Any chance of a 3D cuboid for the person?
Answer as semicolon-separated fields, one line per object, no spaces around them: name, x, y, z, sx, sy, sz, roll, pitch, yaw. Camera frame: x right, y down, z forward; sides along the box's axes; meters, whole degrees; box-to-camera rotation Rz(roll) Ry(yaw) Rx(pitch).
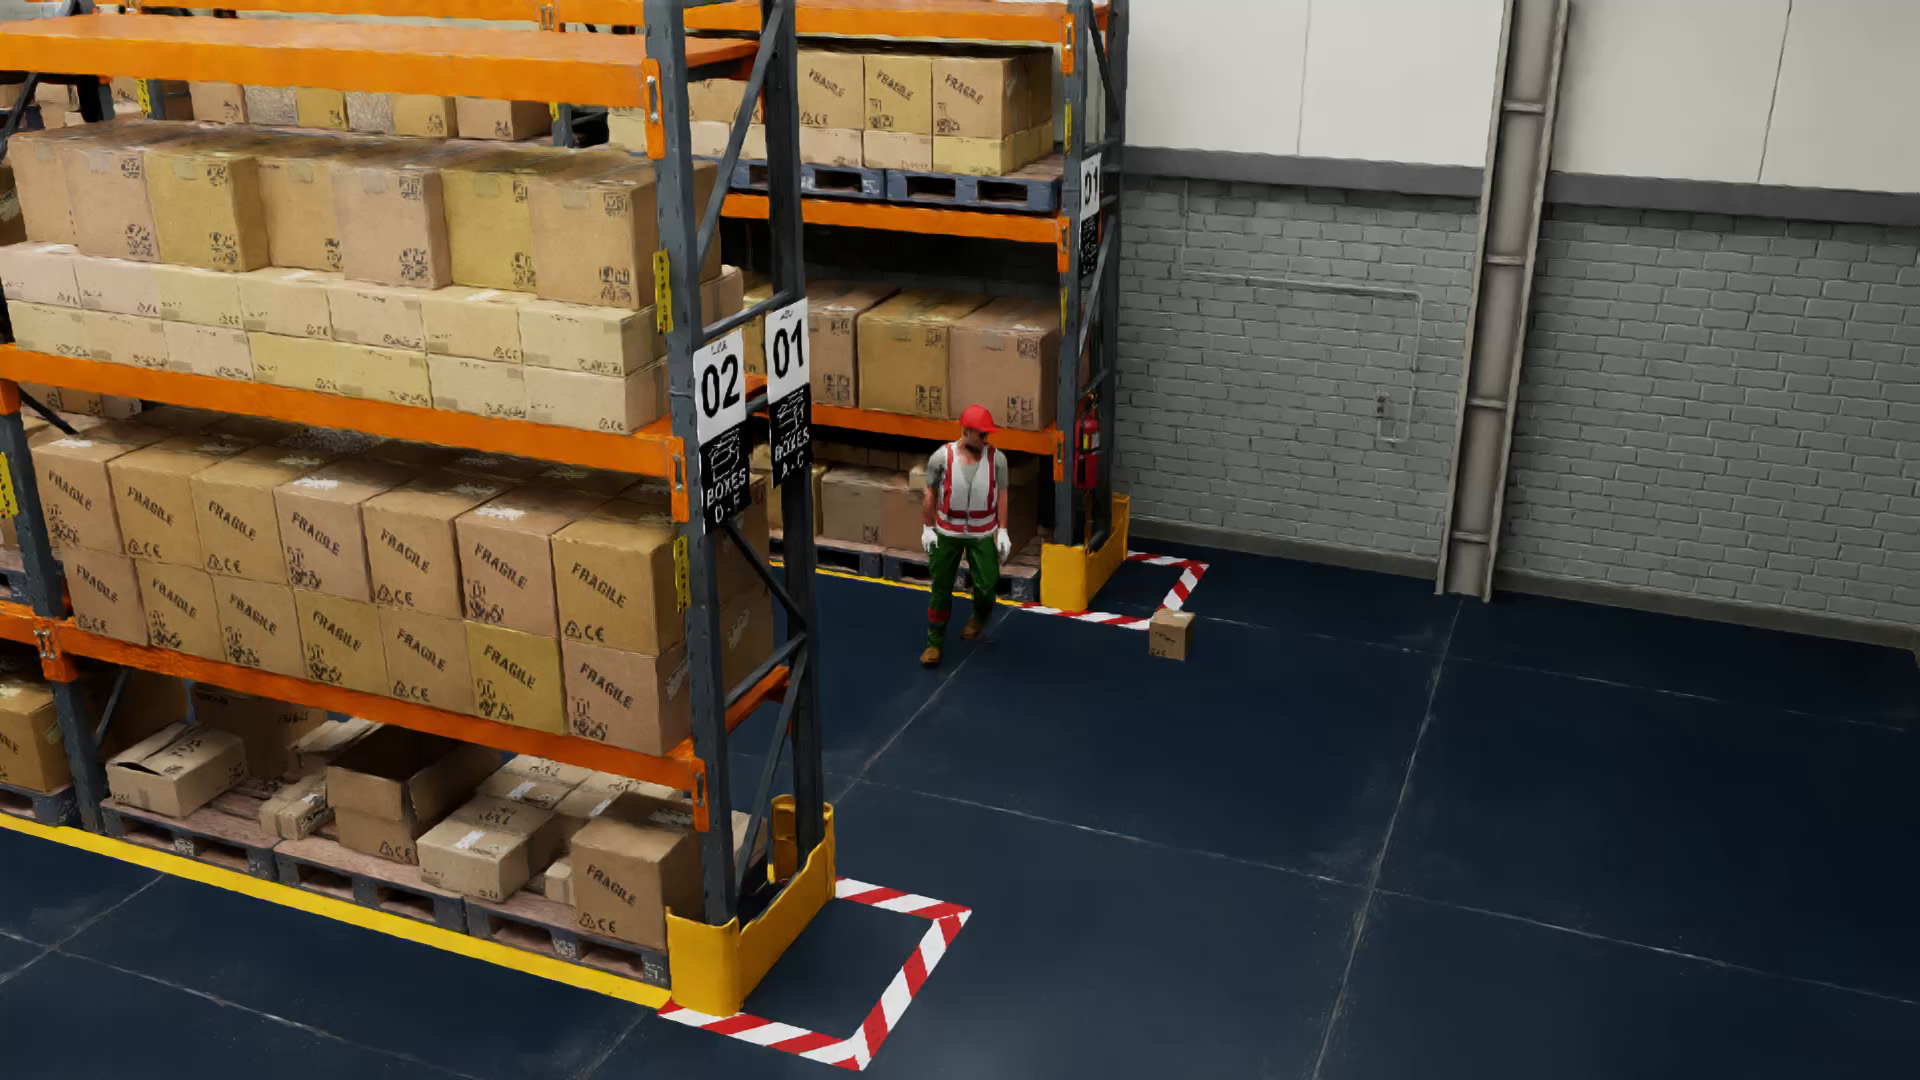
person;0.033;-0.054;11.031;0.607;1.775;0.532;0;22;0
